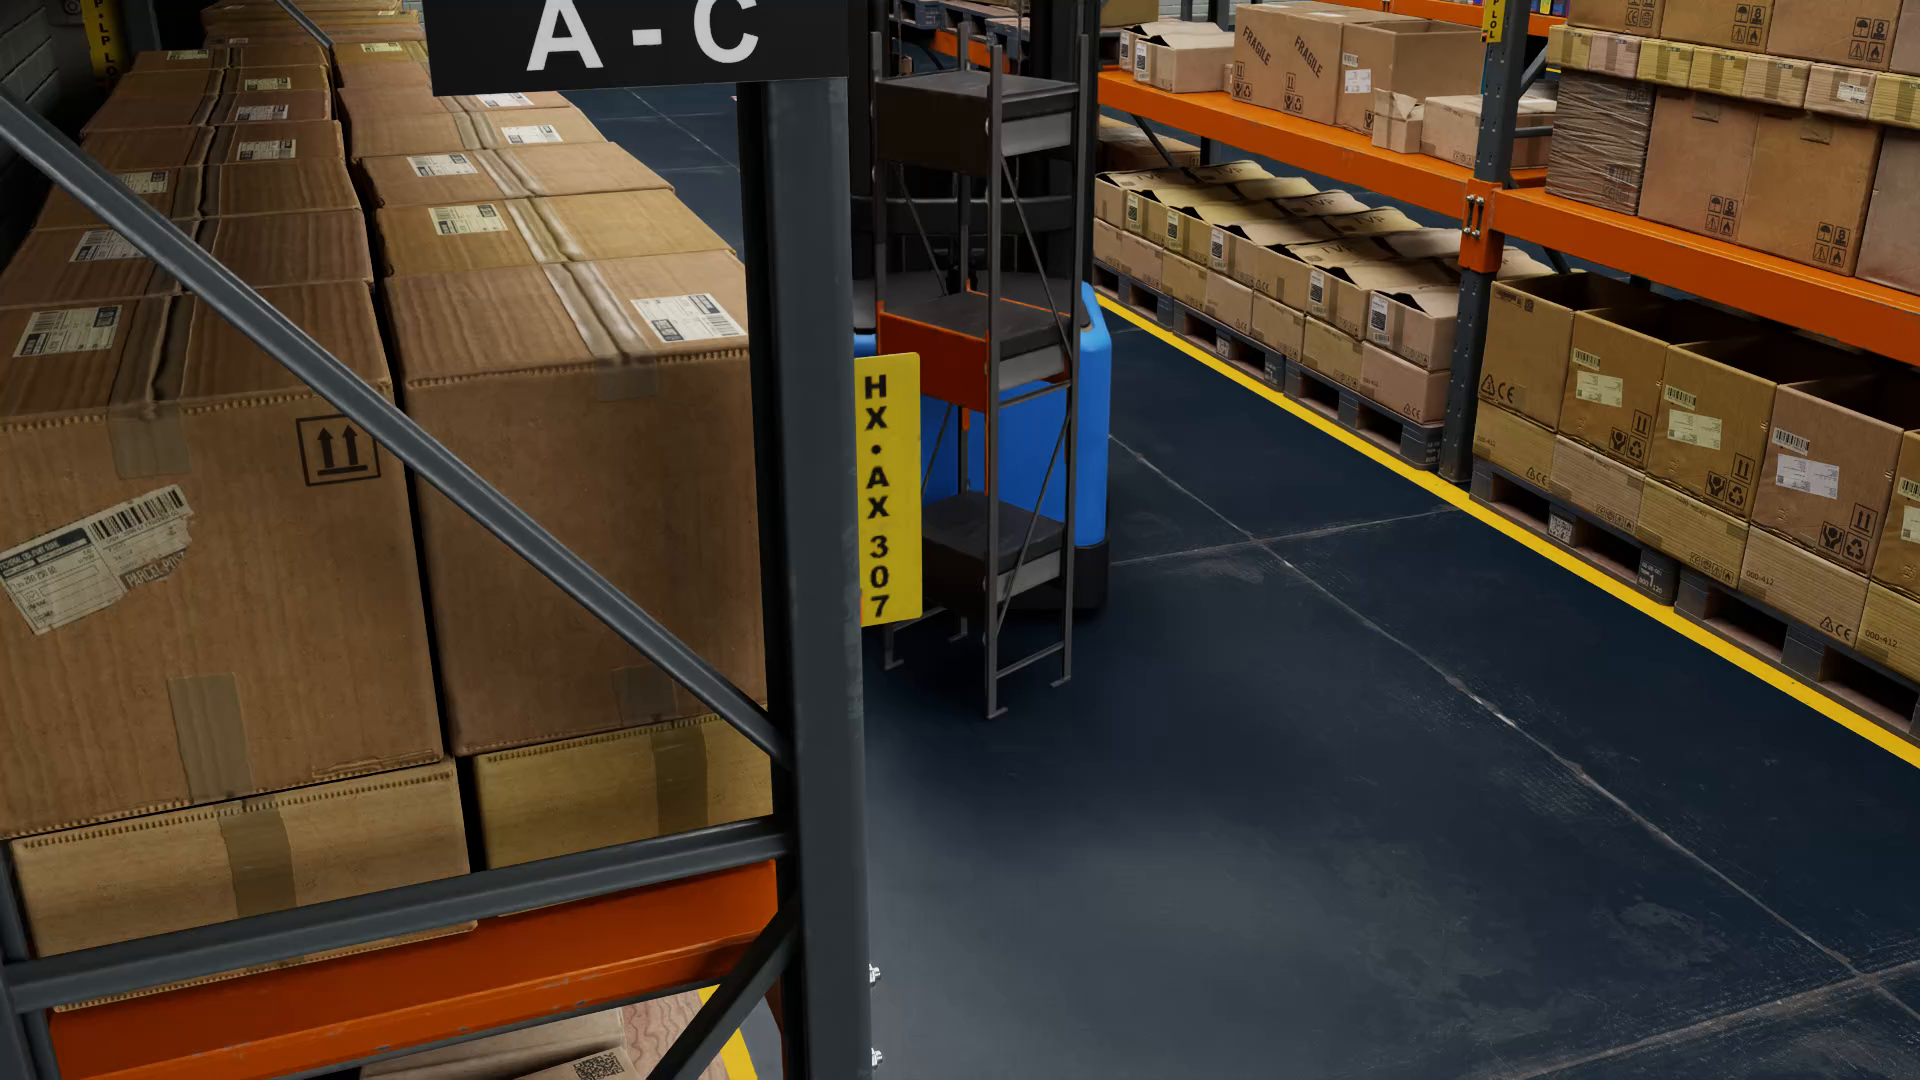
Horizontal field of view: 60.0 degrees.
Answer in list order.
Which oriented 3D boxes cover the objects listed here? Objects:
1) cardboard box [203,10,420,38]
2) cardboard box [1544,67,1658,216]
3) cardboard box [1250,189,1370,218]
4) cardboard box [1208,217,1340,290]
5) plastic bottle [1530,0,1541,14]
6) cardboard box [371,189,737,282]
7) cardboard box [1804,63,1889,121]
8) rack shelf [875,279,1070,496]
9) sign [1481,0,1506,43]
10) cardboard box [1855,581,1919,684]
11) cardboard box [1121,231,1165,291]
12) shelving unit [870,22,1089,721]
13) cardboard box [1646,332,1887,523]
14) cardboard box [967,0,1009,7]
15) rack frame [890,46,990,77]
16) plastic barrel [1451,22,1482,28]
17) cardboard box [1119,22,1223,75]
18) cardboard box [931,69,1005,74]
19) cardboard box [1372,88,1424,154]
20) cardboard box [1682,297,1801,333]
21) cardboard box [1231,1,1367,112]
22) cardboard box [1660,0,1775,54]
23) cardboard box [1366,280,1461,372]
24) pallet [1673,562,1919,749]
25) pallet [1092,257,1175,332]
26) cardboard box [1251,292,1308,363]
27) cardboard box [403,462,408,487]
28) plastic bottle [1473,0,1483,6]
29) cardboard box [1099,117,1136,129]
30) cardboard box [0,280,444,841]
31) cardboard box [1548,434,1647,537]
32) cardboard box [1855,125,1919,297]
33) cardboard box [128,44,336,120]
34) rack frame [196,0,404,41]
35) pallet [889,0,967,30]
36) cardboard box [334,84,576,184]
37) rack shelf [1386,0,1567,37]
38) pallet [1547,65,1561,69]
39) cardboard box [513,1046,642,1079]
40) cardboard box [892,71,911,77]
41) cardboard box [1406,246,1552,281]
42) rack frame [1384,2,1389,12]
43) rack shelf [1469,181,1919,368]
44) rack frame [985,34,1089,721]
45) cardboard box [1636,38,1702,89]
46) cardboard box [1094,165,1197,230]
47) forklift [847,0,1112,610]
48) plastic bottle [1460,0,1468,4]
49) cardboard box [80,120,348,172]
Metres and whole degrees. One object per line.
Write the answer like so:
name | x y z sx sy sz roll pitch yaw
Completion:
cardboard box | -2.352 -1.675 6.166 0.700 0.500 0.500 -6 24 -14
cardboard box | 2.783 -1.599 6.553 0.700 0.500 0.500 -9 24 -20
cardboard box | 1.988 -1.823 9.491 0.500 0.311 0.500 -9 24 -19
cardboard box | 1.671 -1.559 8.864 0.500 0.311 0.500 -9 24 -20
plastic bottle | 4.767 -4.505 13.640 0.144 0.351 0.185 -8 24 -19
cardboard box | -0.653 -0.260 2.707 0.500 0.500 0.500 -8 24 -19
cardboard box | 2.993 -1.466 5.403 0.380 0.149 0.250 -9 25 -21
rack shelf | 0.054 -0.495 5.254 0.480 0.518 0.431 21 31 40
sign | 2.116 -2.132 6.558 0.100 0.325 0.005 -8 24 -19
cardboard box | 3.201 0.298 5.181 0.500 0.250 0.500 -8 24 -19
cardboard box | 1.296 -1.680 9.874 0.500 0.250 0.500 -9 24 -20
shelving unit | 0.054 -0.507 5.248 0.503 2.100 0.431 21 31 40
cardboard box | 2.844 -0.411 5.896 0.500 0.500 0.500 -8 24 -19
cardboard box | 0.476 -4.226 12.246 0.700 0.500 0.500 -15 27 -32
rack frame | -0.206 -4.620 13.850 1.000 3.000 0.127 -8 24 -19
plastic barrel | 4.605 -4.325 15.310 0.600 0.901 0.708 -8 24 -19
cardboard box | 1.294 -2.988 10.091 0.500 0.311 0.500 -7 24 -16
cardboard box | 0.090 -3.444 12.746 0.500 0.250 0.500 -8 24 -19
cardboard box | 2.138 -1.946 7.677 0.396 0.266 0.258 -9 24 -20
cardboard box | 3.154 -0.664 6.496 0.500 0.500 0.500 -8 24 -19
cardboard box | 1.815 -2.605 8.941 0.500 0.500 0.500 -10 25 -22
cardboard box | 2.962 -2.013 5.866 0.700 0.500 0.500 -8 24 -19
cardboard box | 2.209 -1.006 7.552 0.500 0.311 0.500 -8 24 -19
pallet | 3.296 0.310 5.742 1.003 0.211 1.213 -8 24 -19
pallet | 1.461 -1.577 10.220 1.003 0.211 1.213 -8 24 -19
cardboard box | 1.844 -1.121 8.546 0.500 0.250 0.500 -8 24 -18
cardboard box | -0.847 -0.113 3.322 0.500 0.250 0.500 -9 24 -20
plastic bottle | 4.473 -4.730 14.261 0.061 0.283 0.133 -8 24 -19
cardboard box | 0.951 -2.795 12.170 0.500 0.500 0.500 -9 24 -20
cardboard box | -0.965 -0.007 2.106 0.500 0.500 0.500 -9 24 -20
cardboard box | 2.672 -0.247 6.474 0.500 0.250 0.500 -8 24 -19
cardboard box | 3.331 -1.040 5.226 0.700 0.500 0.500 -8 24 -17
cardboard box | -2.042 -1.119 4.744 0.500 0.500 0.500 -9 24 -20
rack frame | -3.426 -2.486 8.785 1.000 3.000 0.127 -8 24 -19
pallet | -0.026 -4.226 13.162 1.003 0.211 1.213 -8 24 -19
cardboard box | -1.207 -0.824 4.044 0.500 0.500 0.500 -9 24 -21
rack shelf | 5.136 -4.240 13.874 1.077 0.370 4.000 -8 24 -19
pallet | 8.005 -5.867 20.397 1.003 0.211 1.213 -8 24 -19
cardboard box | -0.760 1.194 2.951 0.500 0.311 0.500 -11 25 -25
cardboard box | -0.673 -3.839 14.648 0.500 0.500 0.500 -8 24 -19
cardboard box | 2.535 -1.265 8.167 0.500 0.311 0.500 -9 24 -20
rack frame | 4.429 -5.298 15.459 1.000 3.000 0.127 -8 24 -19
rack shelf | 3.326 -0.655 5.369 1.077 0.370 4.000 -8 24 -19
rack frame | 0.228 -0.440 5.091 0.015 2.100 0.400 21 31 40
cardboard box | 2.715 -1.749 6.074 0.380 0.149 0.250 -9 24 -20
cardboard box | 1.117 -2.121 10.198 0.500 0.311 0.500 -7 24 -17
forklift | -0.011 -1.621 6.822 1.130 2.935 3.031 0 23 -1
plastic bottle | 4.415 -4.772 14.466 0.097 0.201 0.097 0 23 0
cardboard box | -1.499 -0.561 3.421 0.500 0.500 0.500 -8 24 -18
